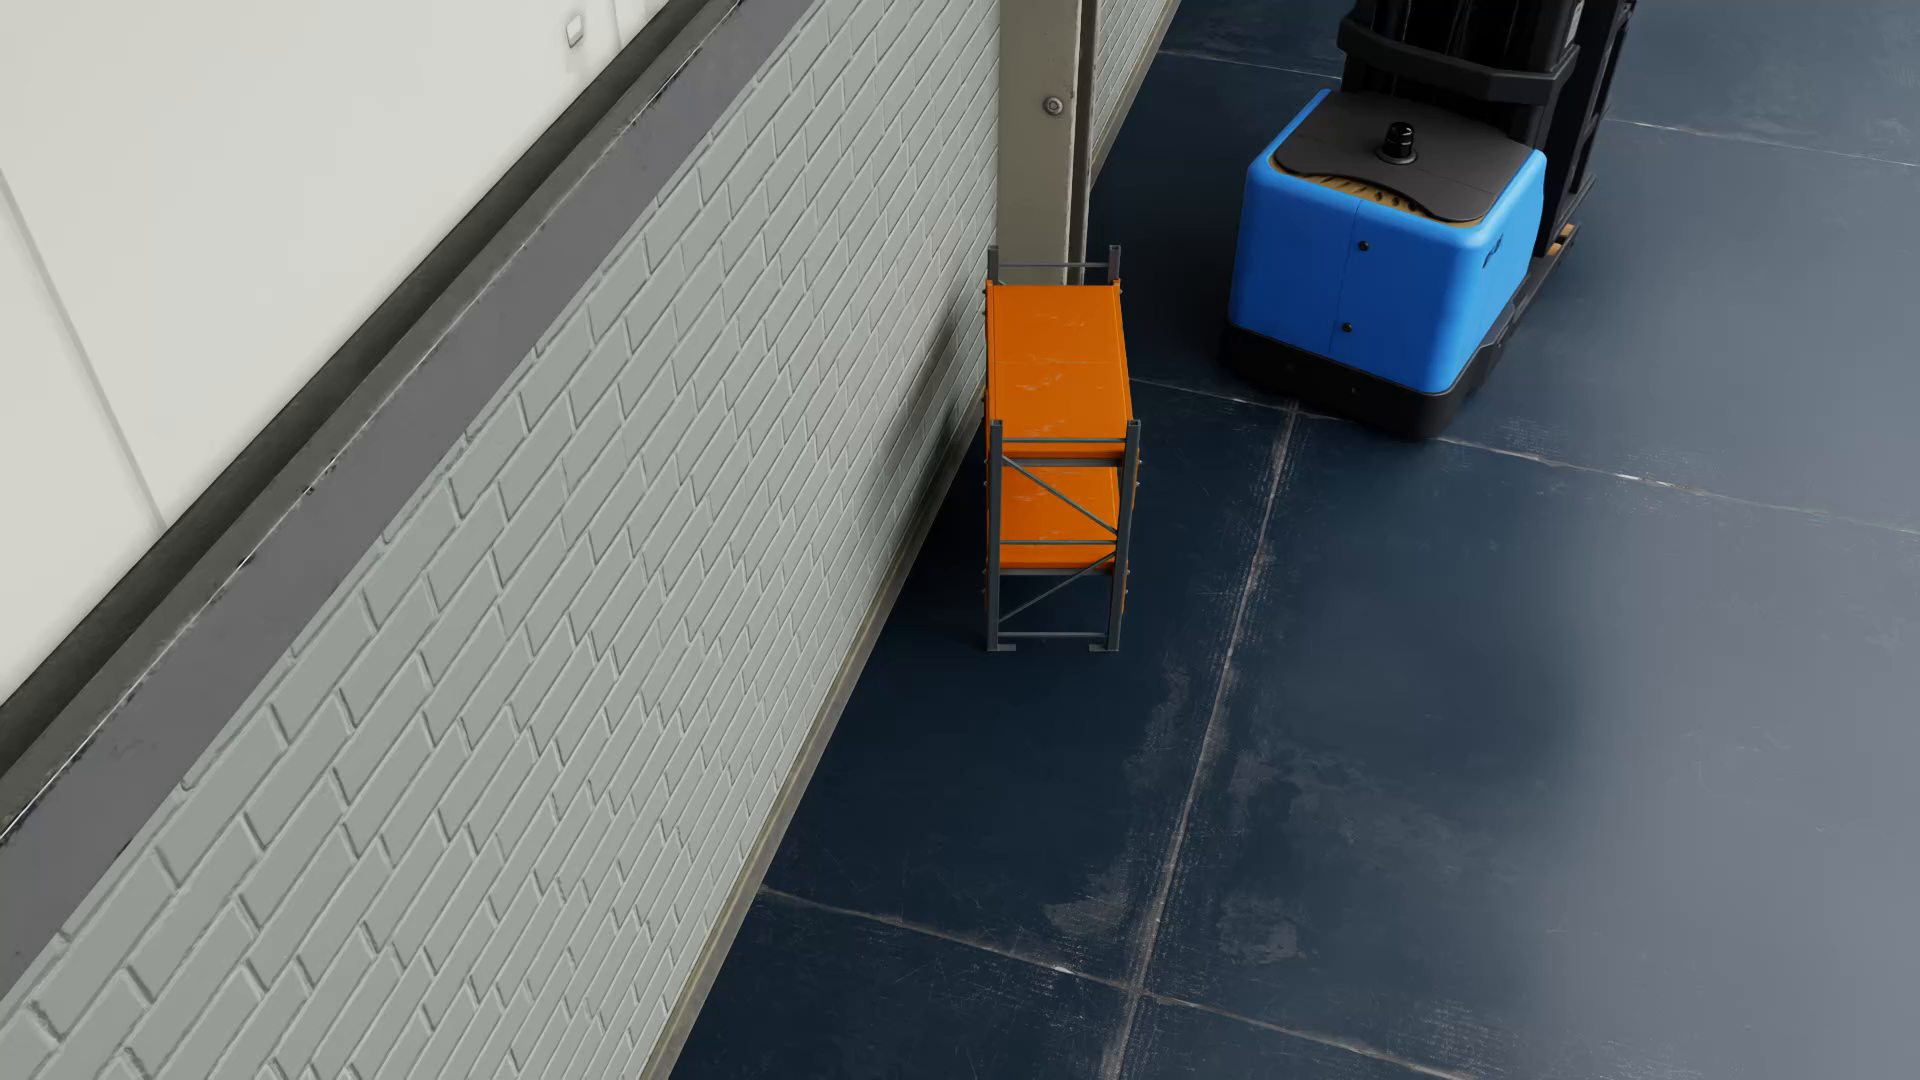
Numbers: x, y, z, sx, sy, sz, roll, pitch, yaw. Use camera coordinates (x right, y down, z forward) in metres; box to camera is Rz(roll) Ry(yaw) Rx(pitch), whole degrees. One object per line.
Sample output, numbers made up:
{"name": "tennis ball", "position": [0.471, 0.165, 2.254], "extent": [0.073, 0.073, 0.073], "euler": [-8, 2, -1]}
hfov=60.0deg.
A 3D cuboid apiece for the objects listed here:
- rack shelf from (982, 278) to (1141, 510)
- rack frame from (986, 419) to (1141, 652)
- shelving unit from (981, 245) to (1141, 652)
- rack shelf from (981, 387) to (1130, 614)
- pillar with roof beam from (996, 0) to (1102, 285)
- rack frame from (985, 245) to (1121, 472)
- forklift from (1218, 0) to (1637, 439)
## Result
{"name": "rack shelf", "position": [0.353, -0.554, 6.093], "extent": [0.538, 0.278, 1.000], "euler": [0, 44, 0]}
{"name": "rack frame", "position": [0.351, 0.011, 5.935], "extent": [0.500, 1.125, 0.032], "euler": [0, 44, 0]}
{"name": "shelving unit", "position": [0.353, -0.345, 6.298], "extent": [0.538, 1.125, 1.048], "euler": [0, 44, 0]}
{"name": "rack shelf", "position": [0.353, -0.170, 6.469], "extent": [0.538, 0.278, 1.000], "euler": [0, 44, 0]}
{"name": "pillar with roof beam", "position": [4.452, -3.122, 3.506], "extent": [9.100, 9.000, 0.400], "euler": [13, 46, 13]}
{"name": "rack frame", "position": [0.354, -0.700, 6.661], "extent": [0.500, 1.125, 0.032], "euler": [0, 44, 0]}
{"name": "forklift", "position": [2.377, -2.488, 7.197], "extent": [1.130, 2.935, 3.031], "euler": [24, 49, 23]}
